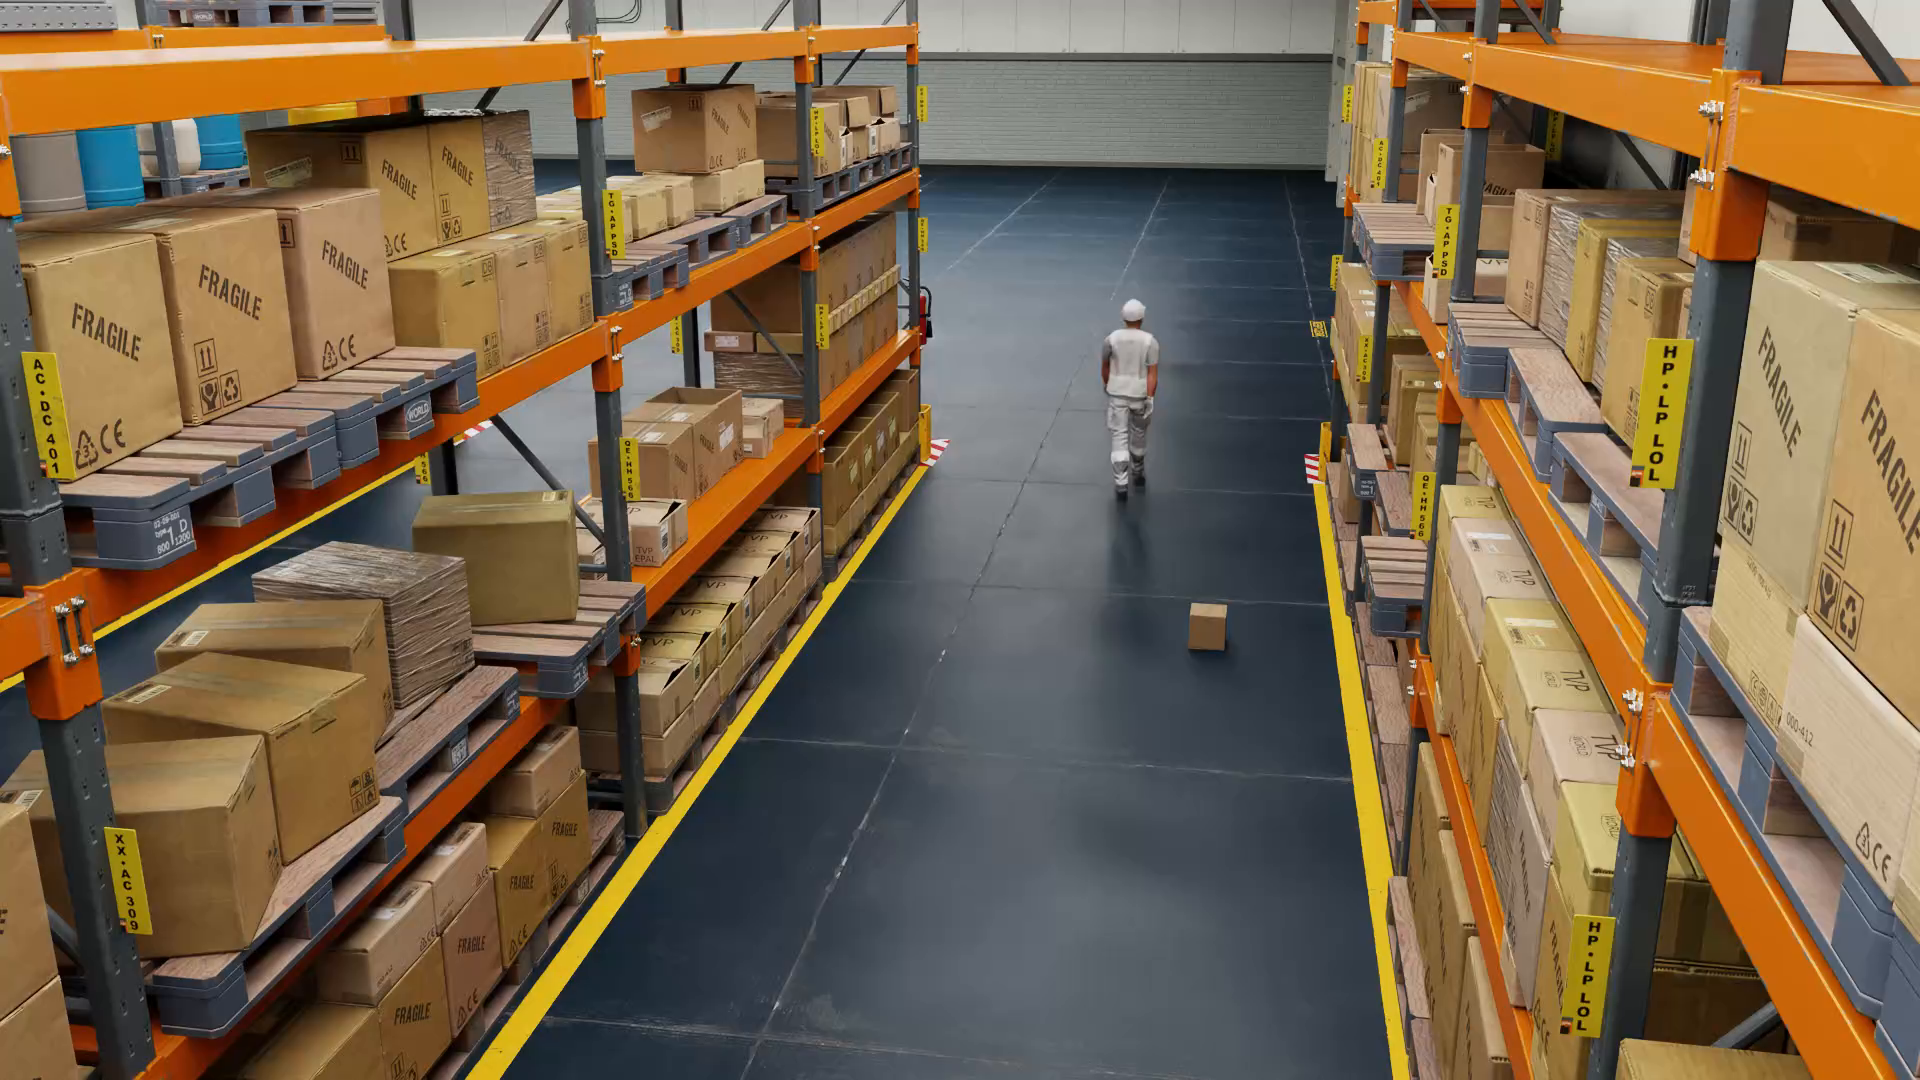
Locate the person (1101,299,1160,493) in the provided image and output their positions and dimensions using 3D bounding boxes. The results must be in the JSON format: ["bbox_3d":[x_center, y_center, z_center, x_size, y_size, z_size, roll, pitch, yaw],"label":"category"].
[{"bbox_3d":[1.556,-1.362,15.270,0.528,1.733,1.056,2,18,6],"label":"person"}]
